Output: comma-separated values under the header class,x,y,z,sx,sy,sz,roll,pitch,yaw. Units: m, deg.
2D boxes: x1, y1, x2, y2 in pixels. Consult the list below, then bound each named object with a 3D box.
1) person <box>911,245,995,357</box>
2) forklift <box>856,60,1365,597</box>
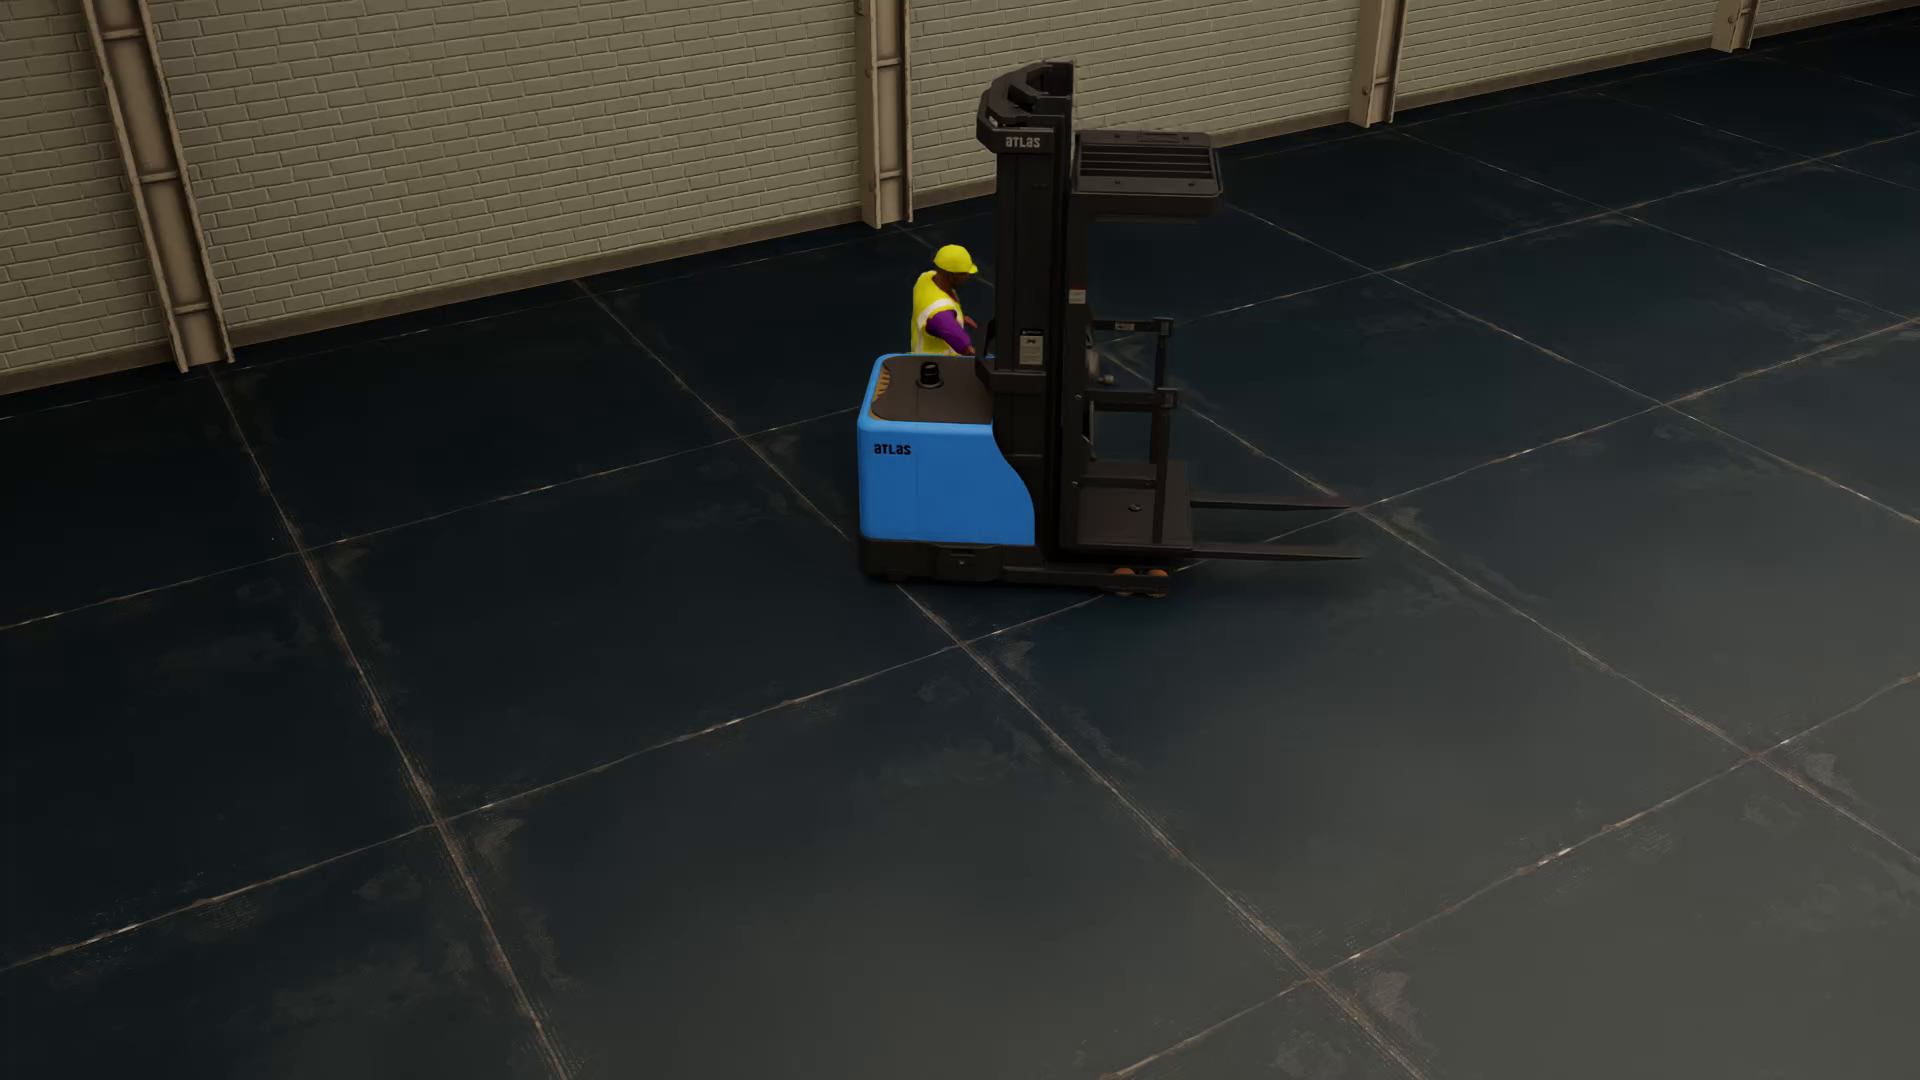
class,x,y,z,sx,sy,sz,roll,pitch,yaw
person,0.051,-1.252,11.003,0.733,1.556,0.864,-4,31,-7
forklift,0.932,-1.200,9.652,3.031,2.935,1.130,2,31,4
